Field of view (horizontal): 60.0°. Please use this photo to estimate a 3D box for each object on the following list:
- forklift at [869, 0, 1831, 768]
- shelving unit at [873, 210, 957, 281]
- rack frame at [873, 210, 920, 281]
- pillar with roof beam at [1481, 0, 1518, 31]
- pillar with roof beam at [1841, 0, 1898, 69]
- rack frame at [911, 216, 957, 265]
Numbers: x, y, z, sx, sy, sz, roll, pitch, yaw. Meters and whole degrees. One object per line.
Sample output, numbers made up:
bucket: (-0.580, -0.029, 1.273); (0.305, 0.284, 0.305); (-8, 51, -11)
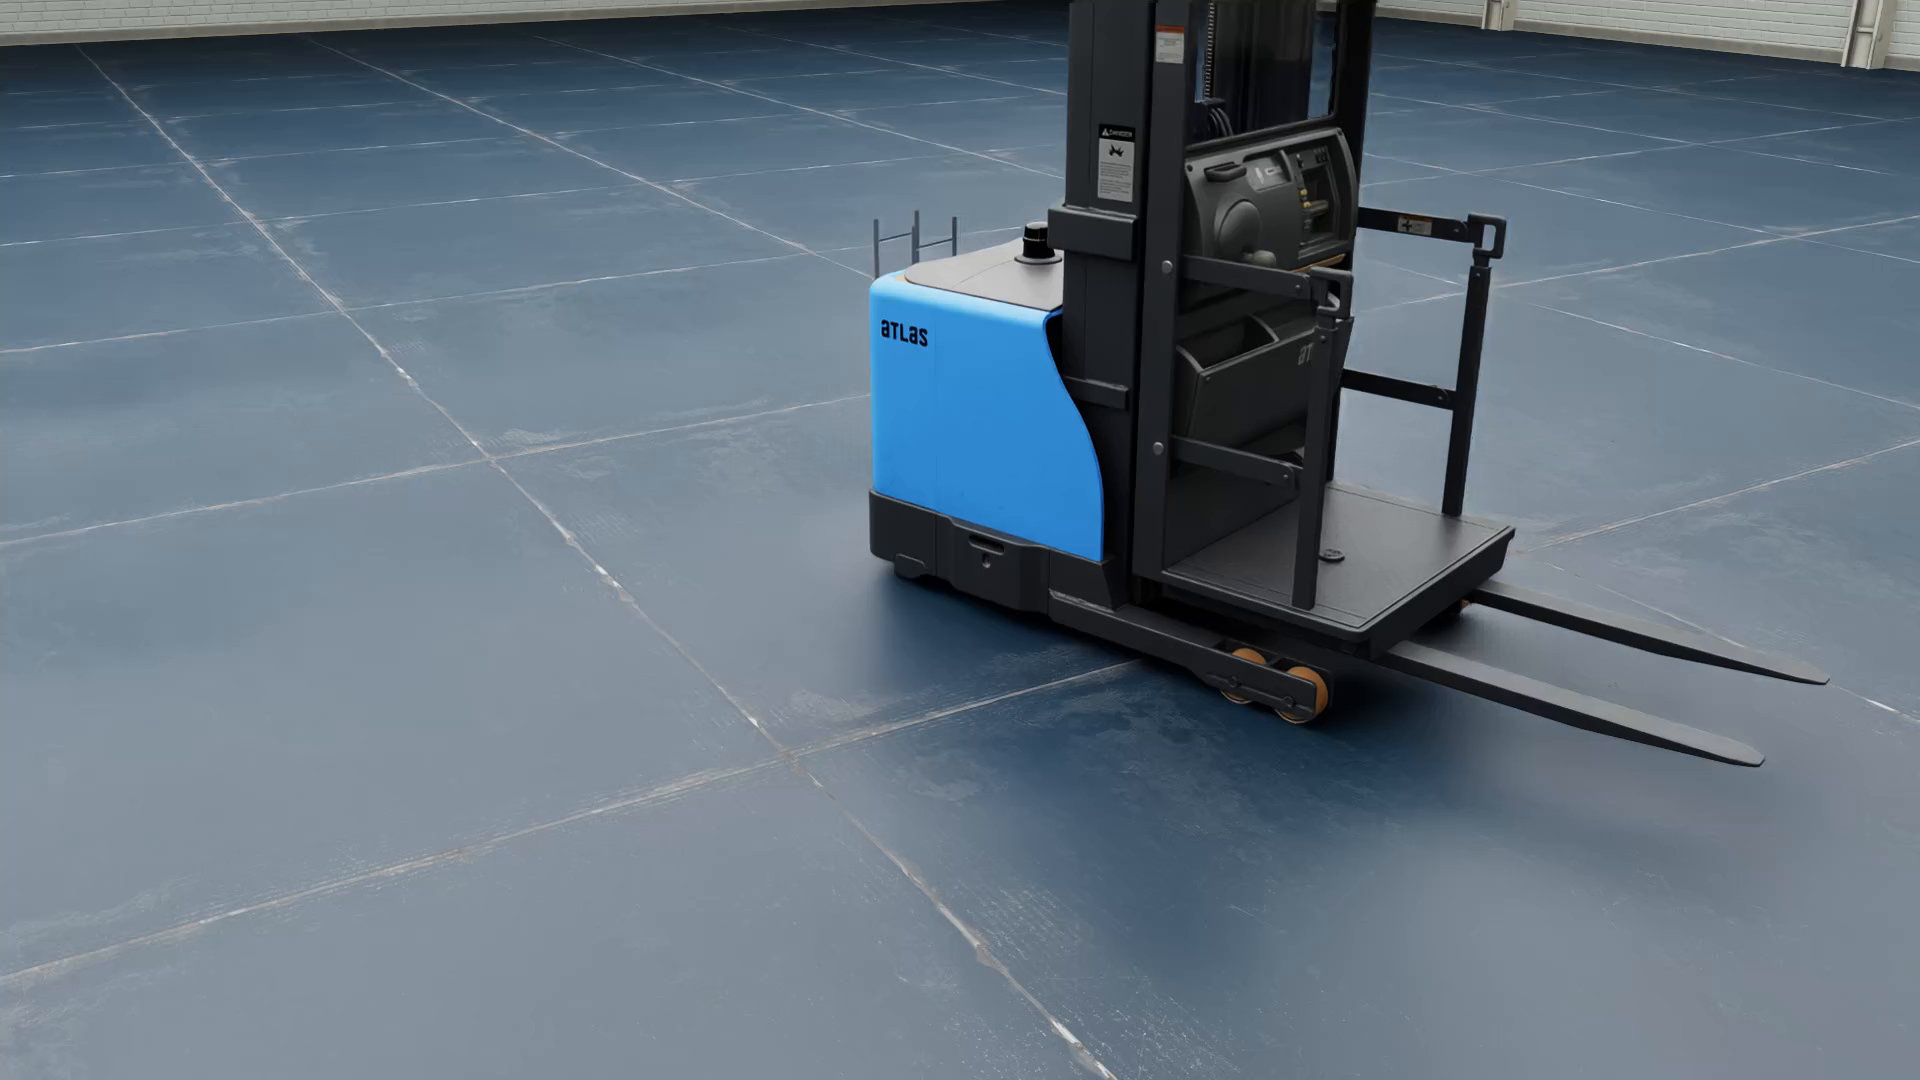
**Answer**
forklift: (1.123, -1.034, 4.962); (3.031, 2.935, 1.130); (18, 28, 37)
shelving unit: (-0.160, -0.602, 6.199); (0.189, 1.200, 0.258); (18, 28, 37)
rack frame: (-0.230, -0.624, 6.254); (0.006, 1.200, 0.240); (18, 28, 37)
pillar with roof beam: (4.642, -11.262, 22.069); (9.100, 9.000, 0.400); (-13, 25, -28)
pillar with roof beam: (7.706, -9.320, 17.291); (9.100, 9.000, 0.400); (-13, 25, -28)
rack frame: (-0.091, -0.580, 6.144); (0.006, 1.200, 0.240); (18, 28, 37)
